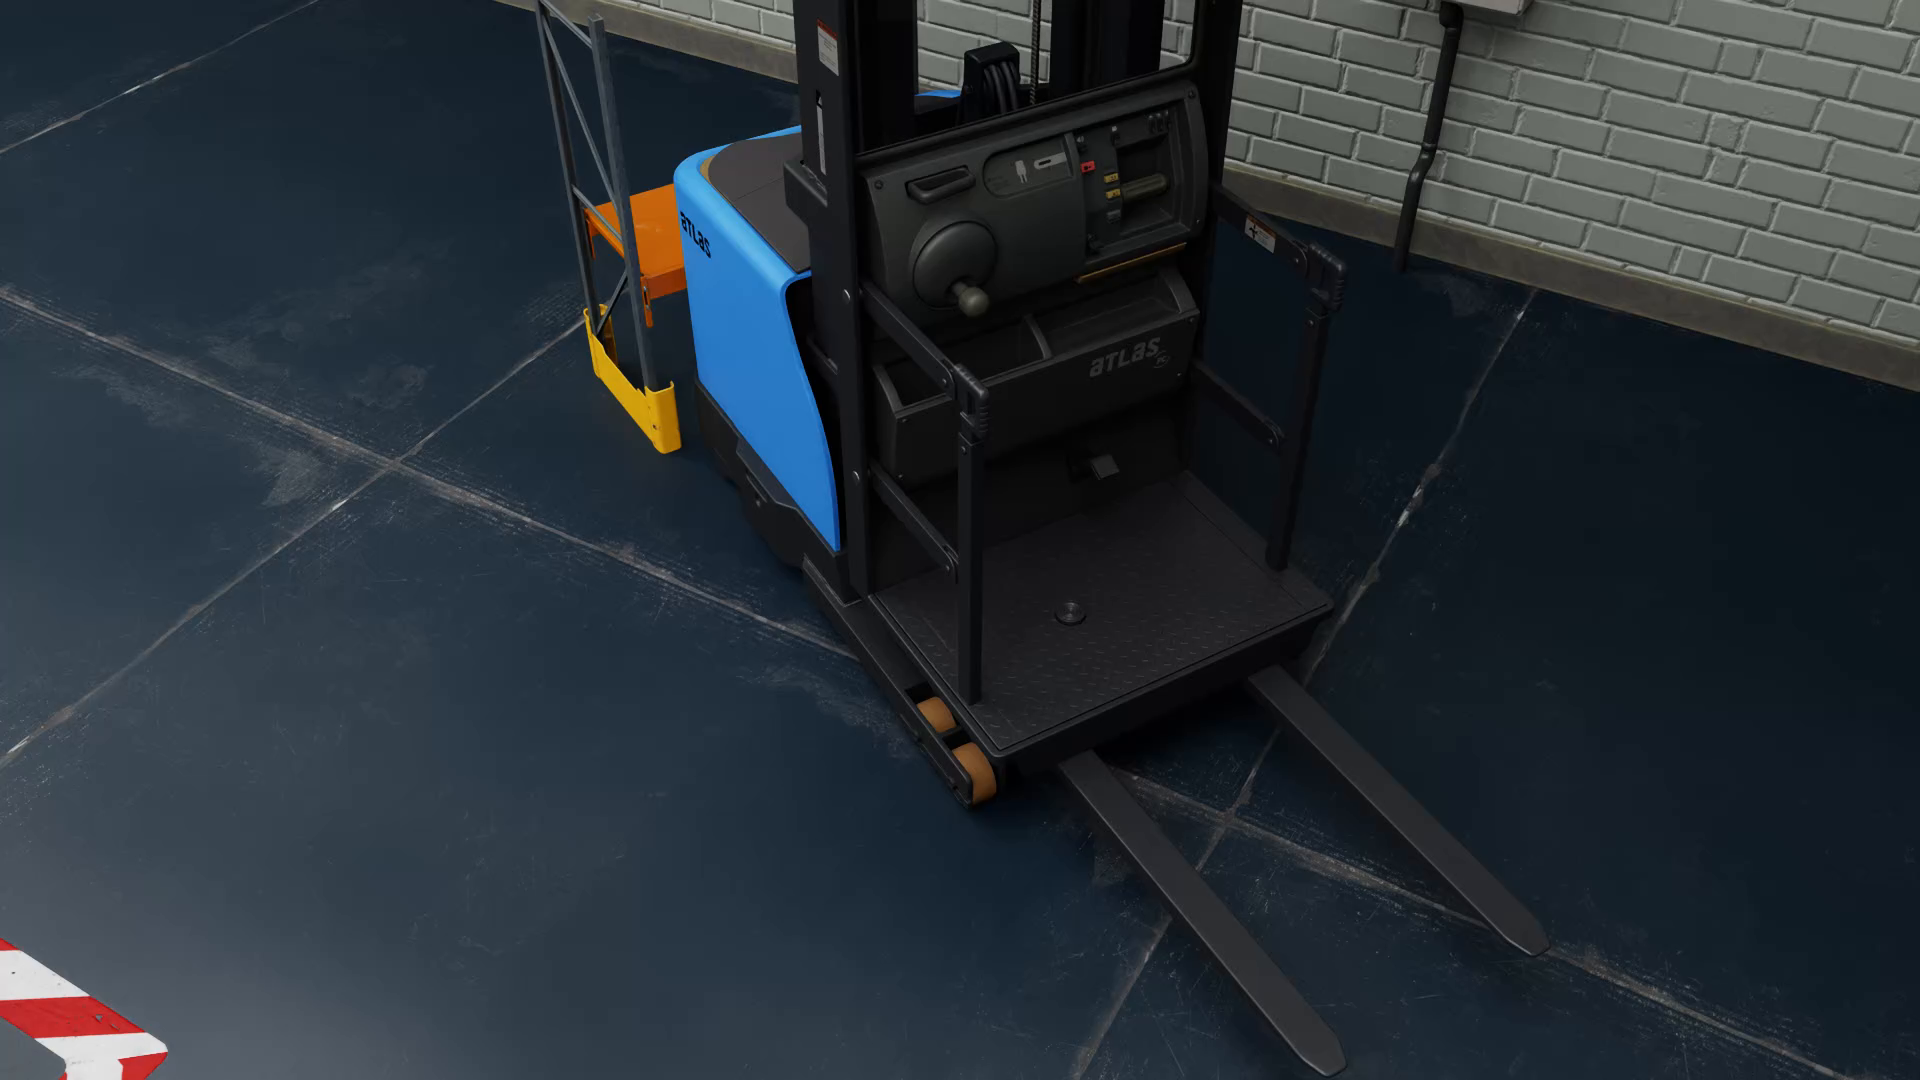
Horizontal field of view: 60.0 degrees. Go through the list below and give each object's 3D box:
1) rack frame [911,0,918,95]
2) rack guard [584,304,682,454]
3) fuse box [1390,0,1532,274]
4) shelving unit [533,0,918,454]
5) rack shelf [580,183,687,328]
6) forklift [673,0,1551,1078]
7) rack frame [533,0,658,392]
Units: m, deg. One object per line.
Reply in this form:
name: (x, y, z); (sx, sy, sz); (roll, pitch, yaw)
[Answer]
rack frame: (-0.282, -1.381, 5.683); (0.032, 1.500, 0.500); (-23, 46, -24)
rack guard: (-1.122, -0.556, 5.692); (0.087, 0.250, 0.587); (-23, 46, -24)
fuse box: (1.701, -1.661, 5.841); (0.539, 1.711, 0.414); (21, 45, 22)
shelving unit: (-0.703, -1.203, 5.481); (1.083, 1.500, 0.587); (-23, 46, -24)
rack shelf: (-0.710, -1.065, 5.596); (1.000, 0.185, 0.538); (-23, 46, -24)
forklift: (0.316, -0.744, 3.877); (1.130, 2.935, 3.031); (-21, 46, -22)
rack frame: (-1.138, -1.019, 5.271); (0.032, 1.500, 0.500); (-23, 46, -24)
